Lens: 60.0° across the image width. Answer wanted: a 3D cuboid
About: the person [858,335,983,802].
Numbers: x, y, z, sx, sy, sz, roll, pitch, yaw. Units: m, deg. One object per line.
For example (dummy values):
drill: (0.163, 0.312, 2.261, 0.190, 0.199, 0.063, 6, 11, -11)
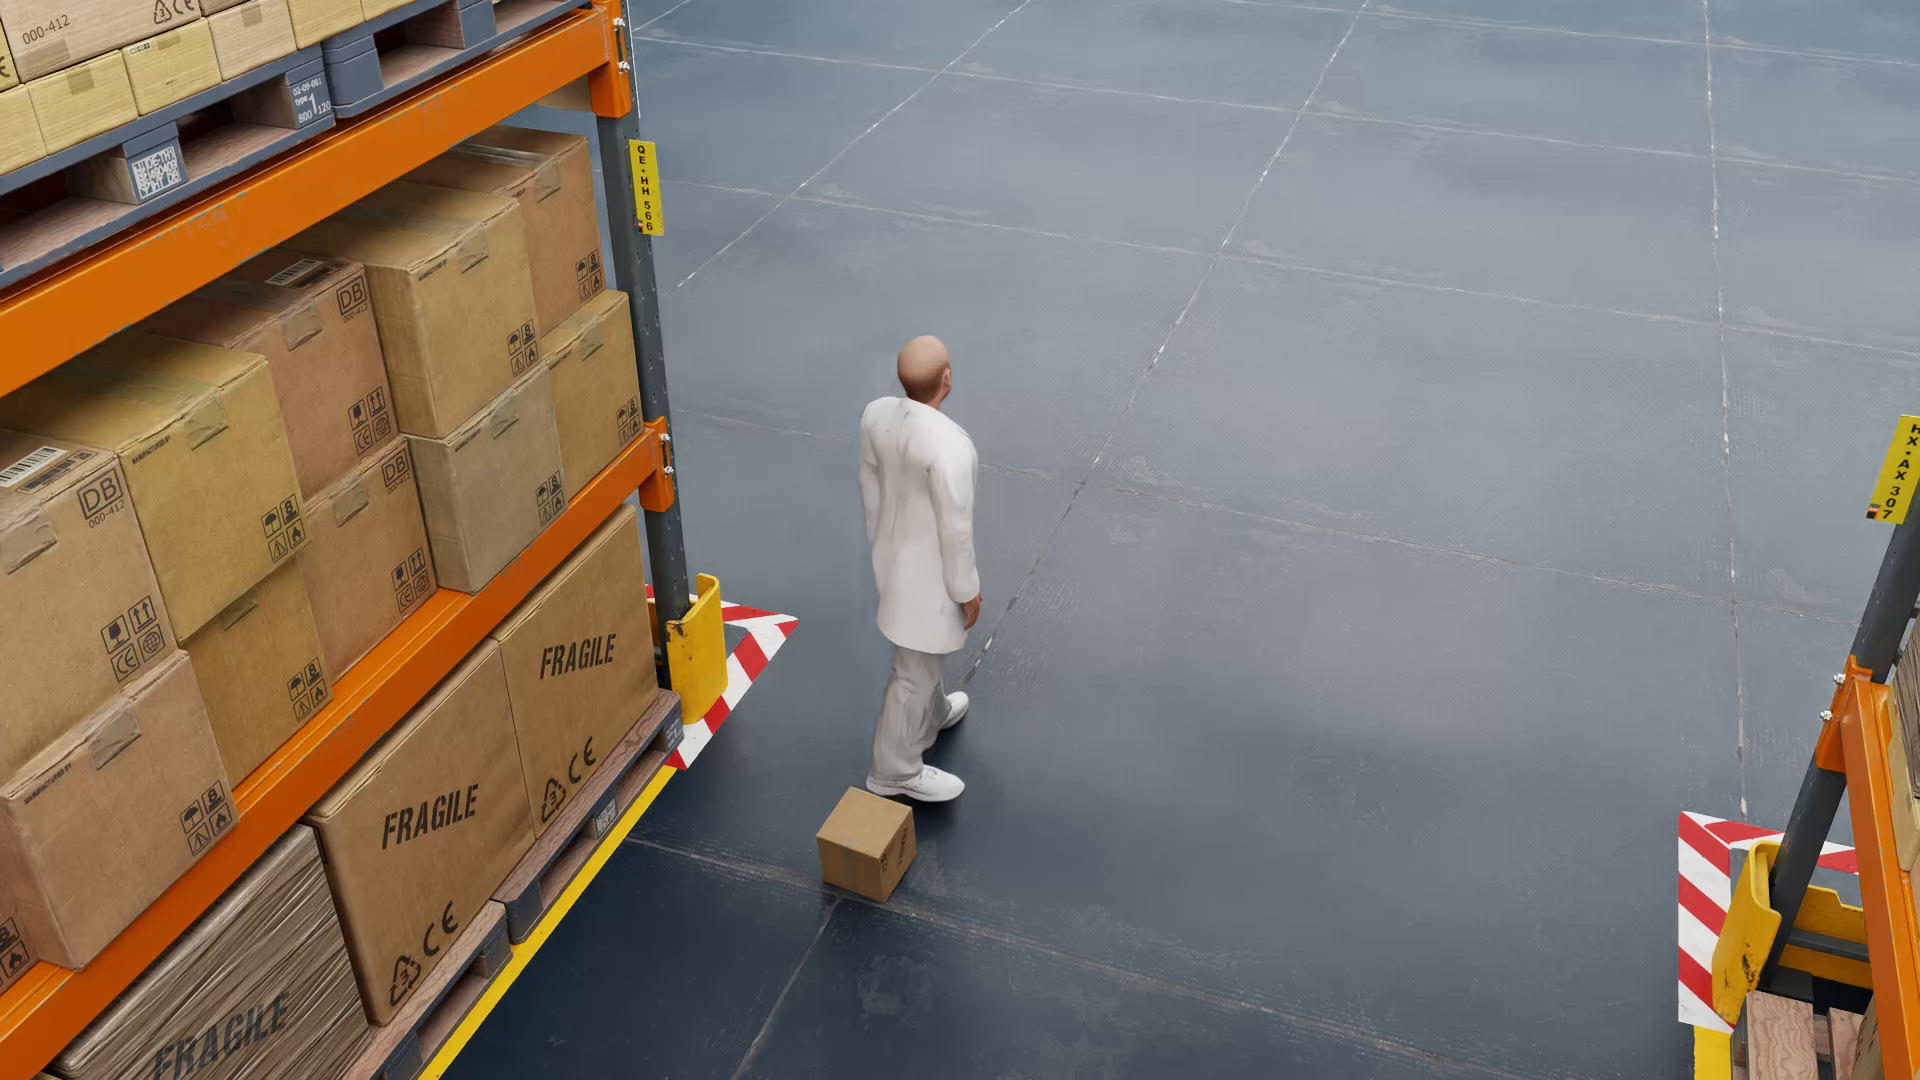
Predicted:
person: (-0.127, 0.098, 5.984, 0.606, 1.780, 0.599, -18, 37, -26)
